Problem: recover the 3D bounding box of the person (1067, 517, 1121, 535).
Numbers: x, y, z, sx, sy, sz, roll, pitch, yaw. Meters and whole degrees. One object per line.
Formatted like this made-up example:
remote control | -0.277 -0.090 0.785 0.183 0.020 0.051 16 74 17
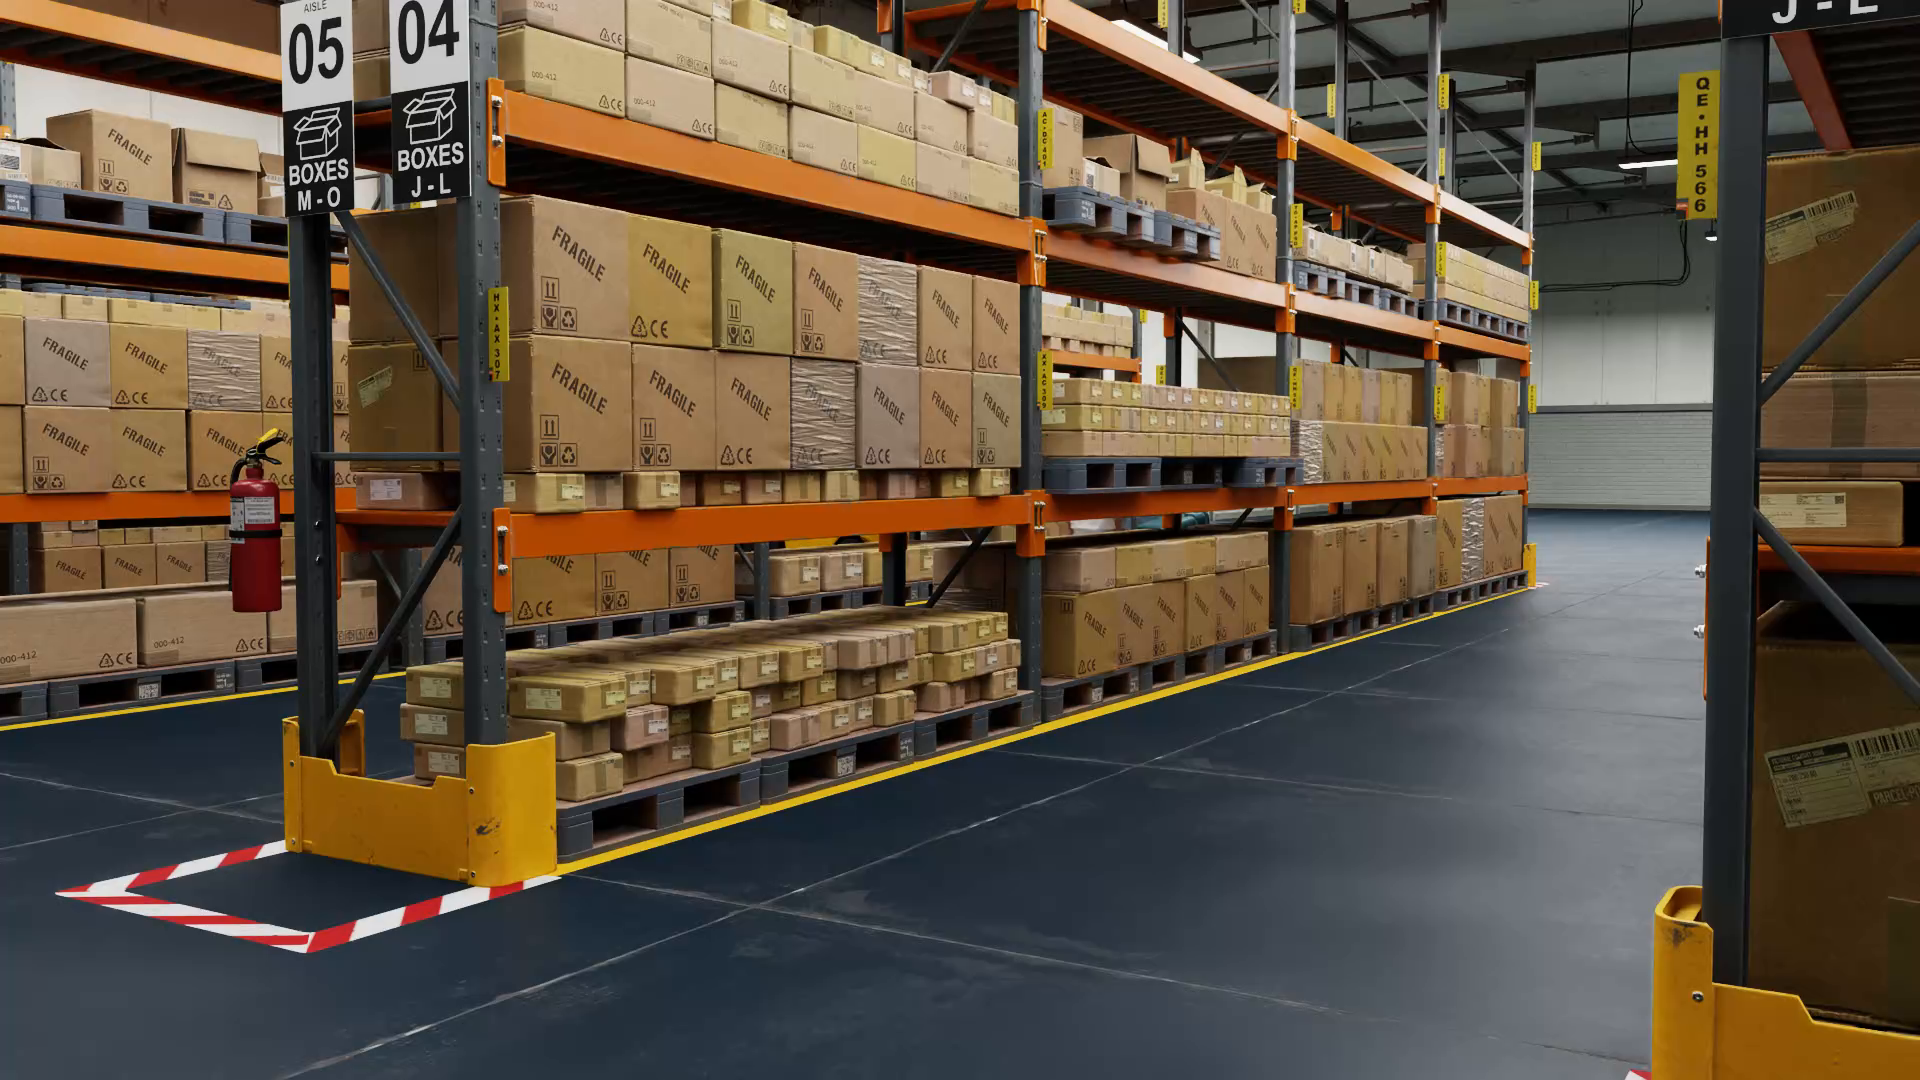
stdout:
person | 1.158 -0.074 14.262 0.527 1.761 0.392 2 3 32
